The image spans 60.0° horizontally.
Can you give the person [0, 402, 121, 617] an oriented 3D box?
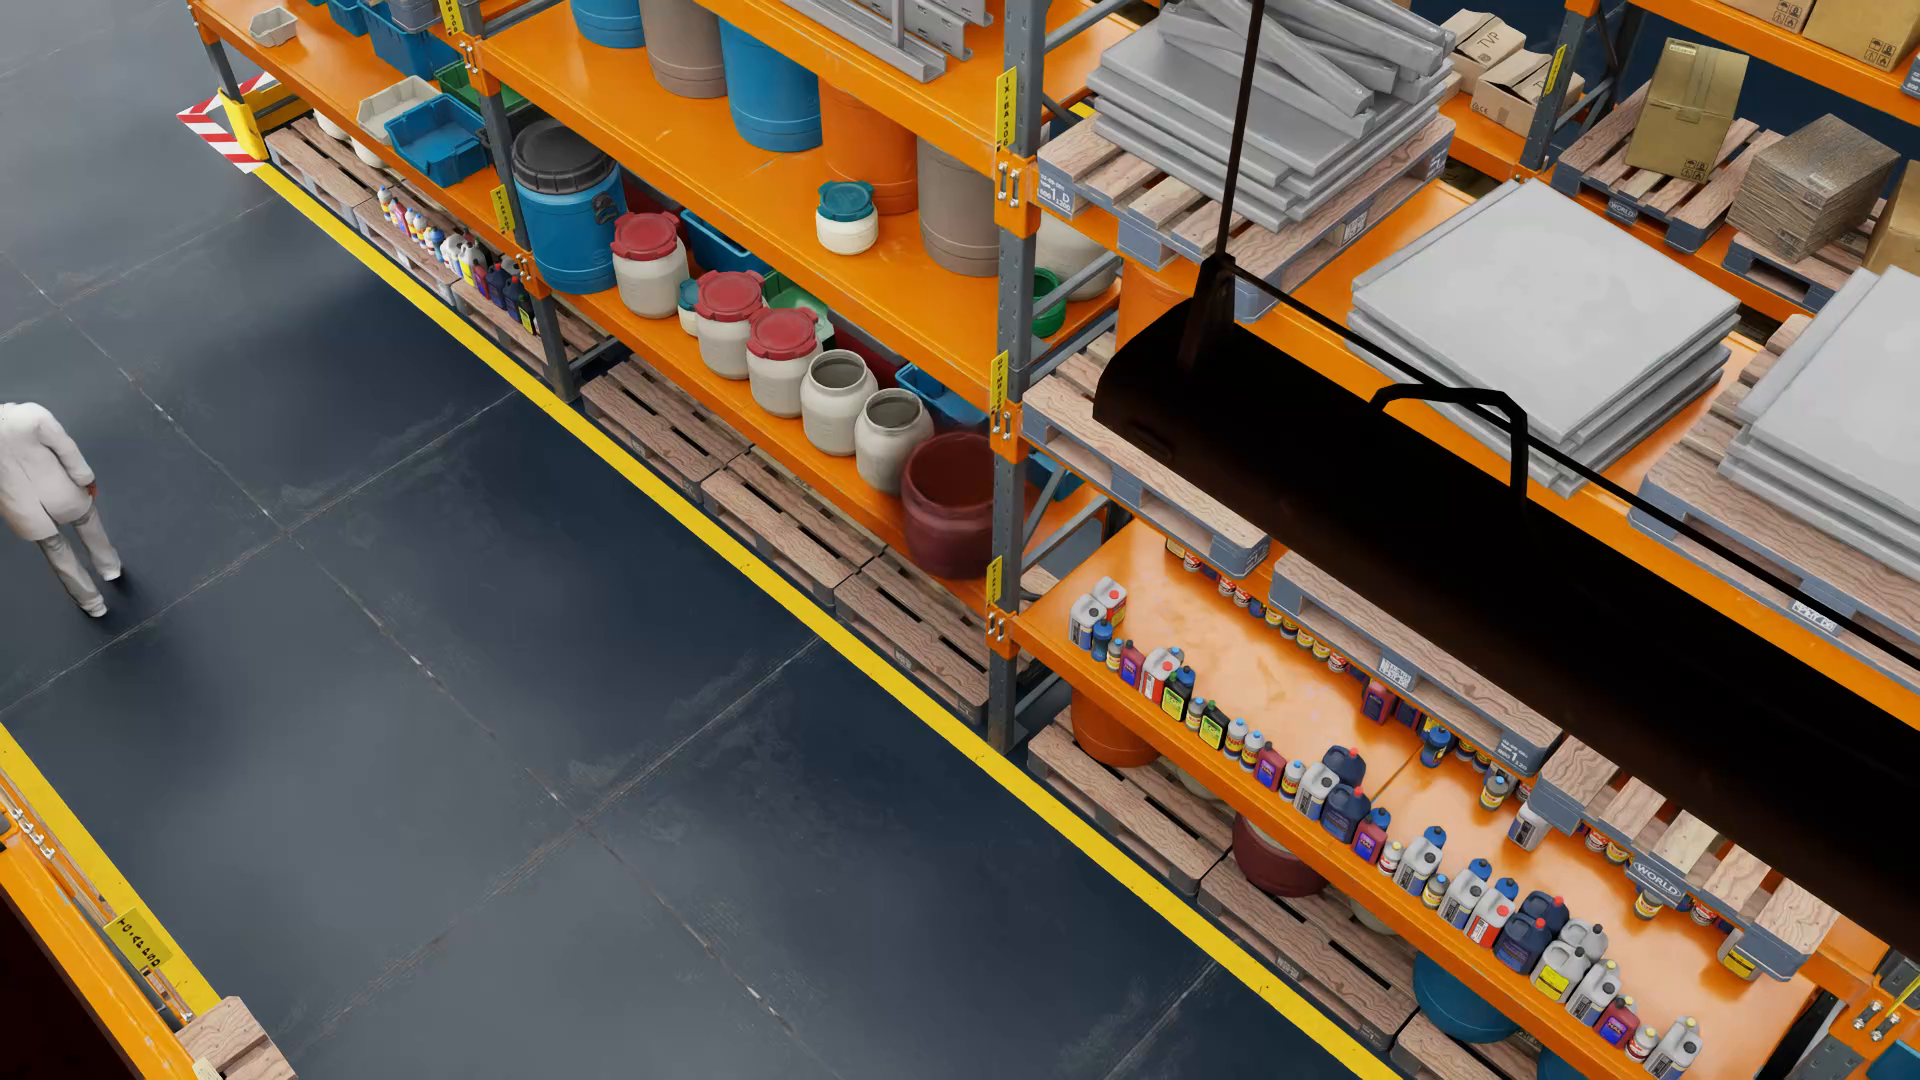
[{"bbox_3d":[-5.259,-0.276,9.497,0.614,1.845,0.562,-26,55,-20],"label":"person"}]
